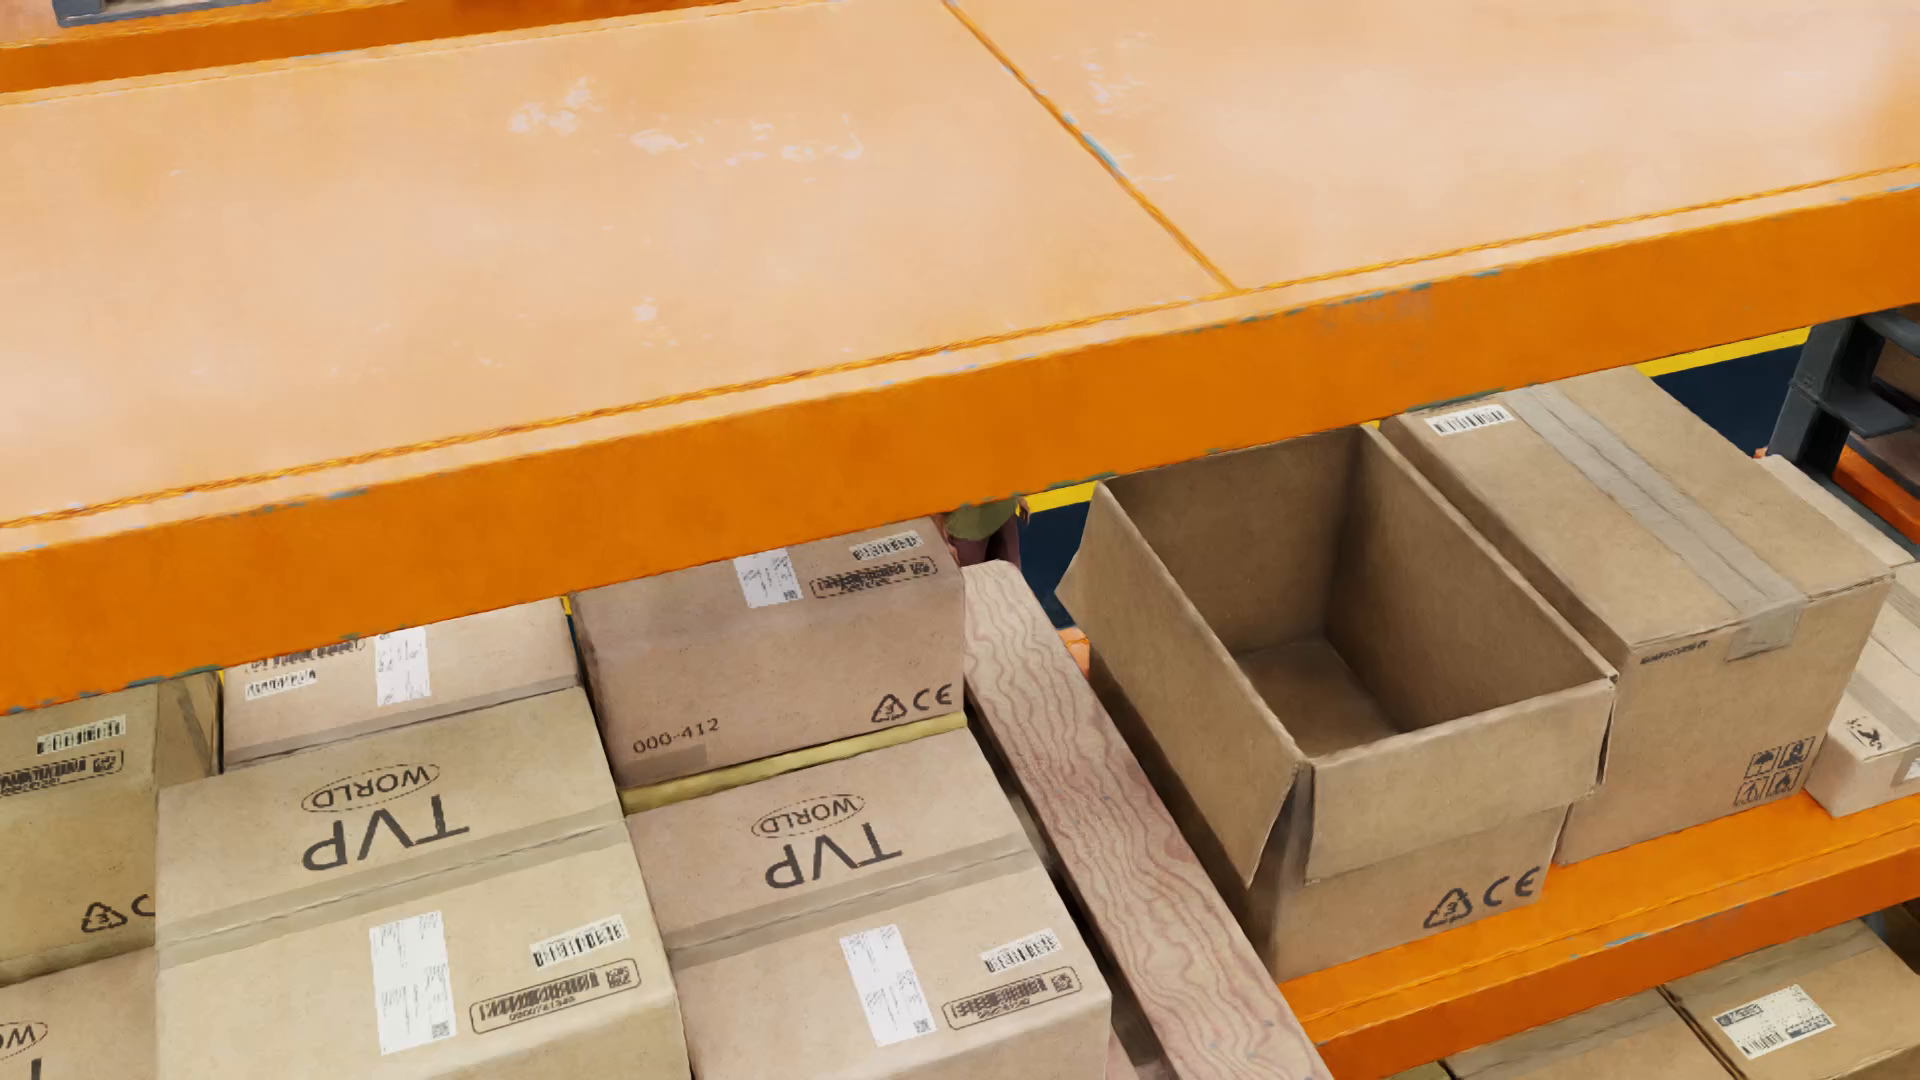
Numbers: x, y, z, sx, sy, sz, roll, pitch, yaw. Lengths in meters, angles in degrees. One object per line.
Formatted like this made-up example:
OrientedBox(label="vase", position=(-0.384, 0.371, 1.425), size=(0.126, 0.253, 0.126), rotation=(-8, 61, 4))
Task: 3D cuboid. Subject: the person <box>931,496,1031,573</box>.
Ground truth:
OrientedBox(label="person", position=(0.100, -0.049, 6.671), size=(0.433, 1.679, 0.517), rotation=(26, 45, 29))
